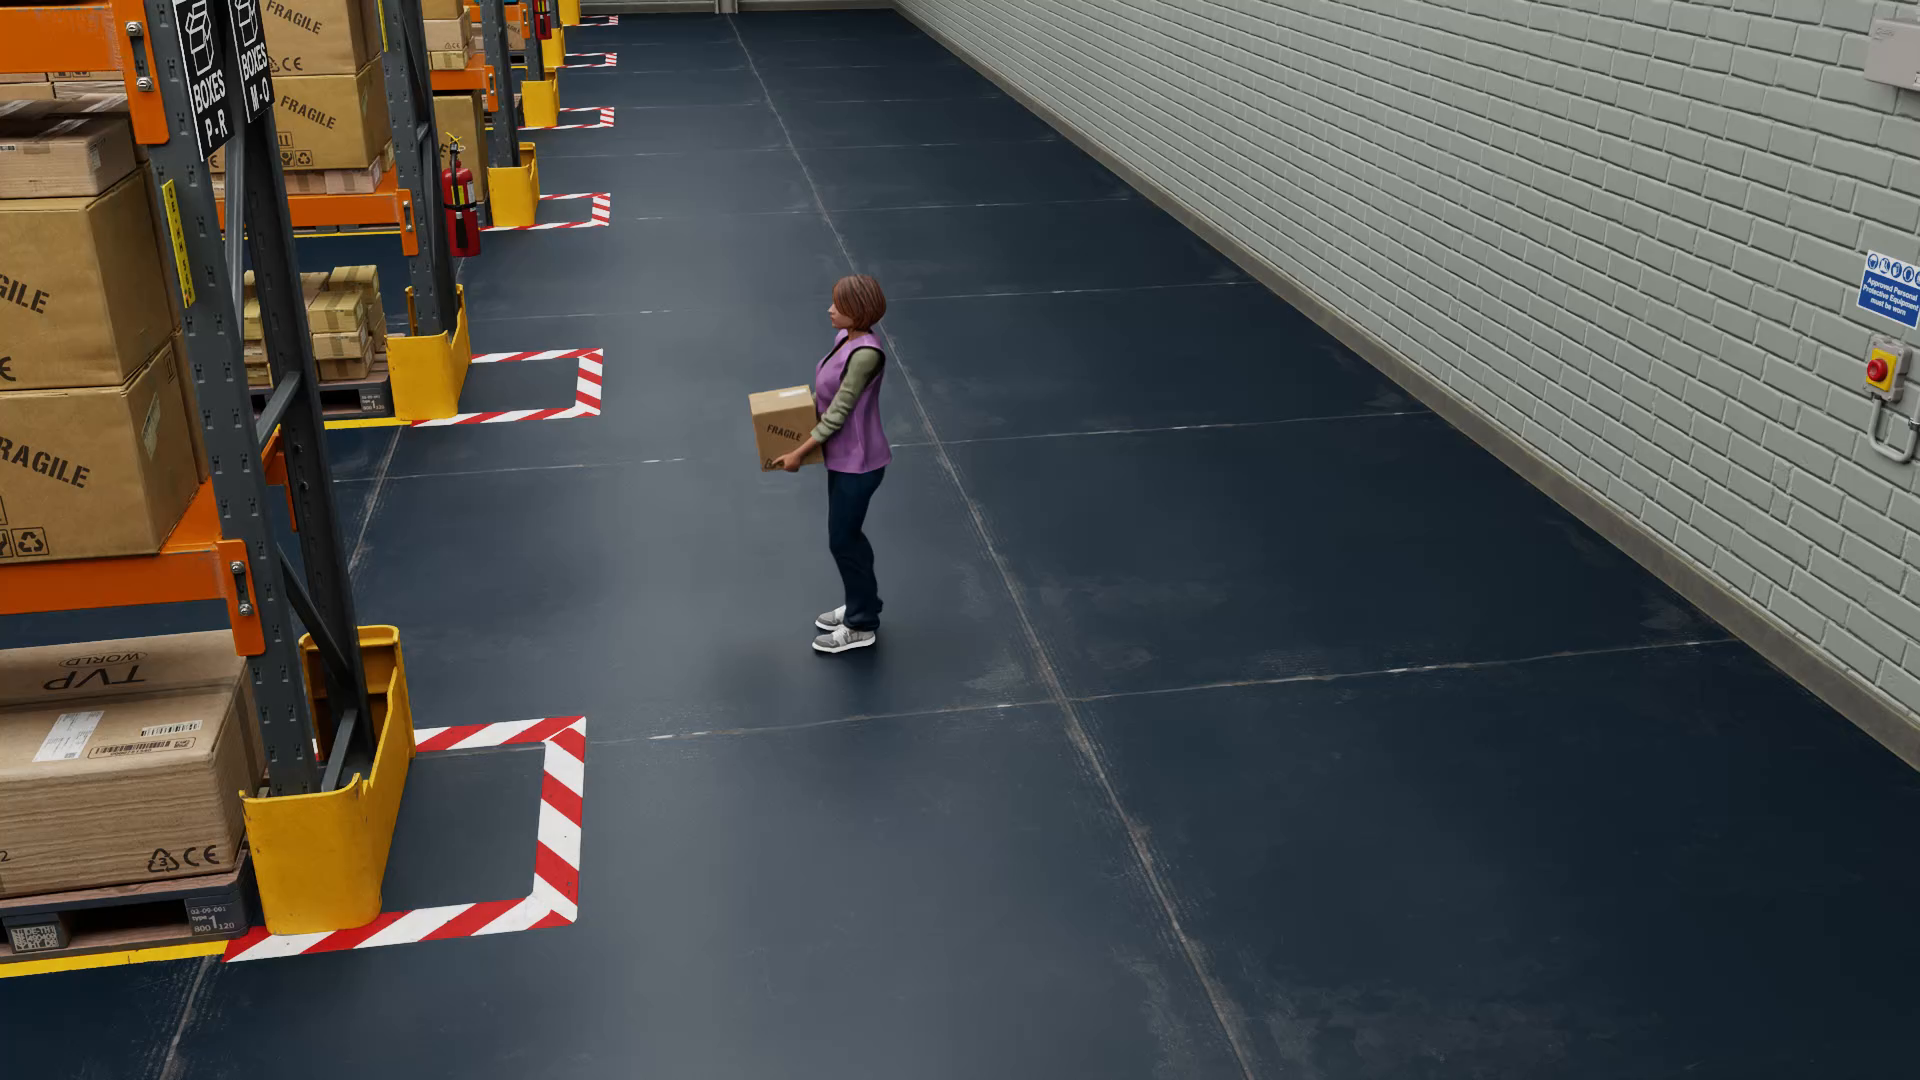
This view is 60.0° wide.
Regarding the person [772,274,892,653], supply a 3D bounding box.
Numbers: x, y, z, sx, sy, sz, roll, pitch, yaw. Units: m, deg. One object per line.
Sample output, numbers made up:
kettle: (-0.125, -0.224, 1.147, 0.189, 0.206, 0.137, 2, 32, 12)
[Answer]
person: (-0.529, -0.308, 6.821, 0.495, 1.595, 0.403, -4, 24, -9)
